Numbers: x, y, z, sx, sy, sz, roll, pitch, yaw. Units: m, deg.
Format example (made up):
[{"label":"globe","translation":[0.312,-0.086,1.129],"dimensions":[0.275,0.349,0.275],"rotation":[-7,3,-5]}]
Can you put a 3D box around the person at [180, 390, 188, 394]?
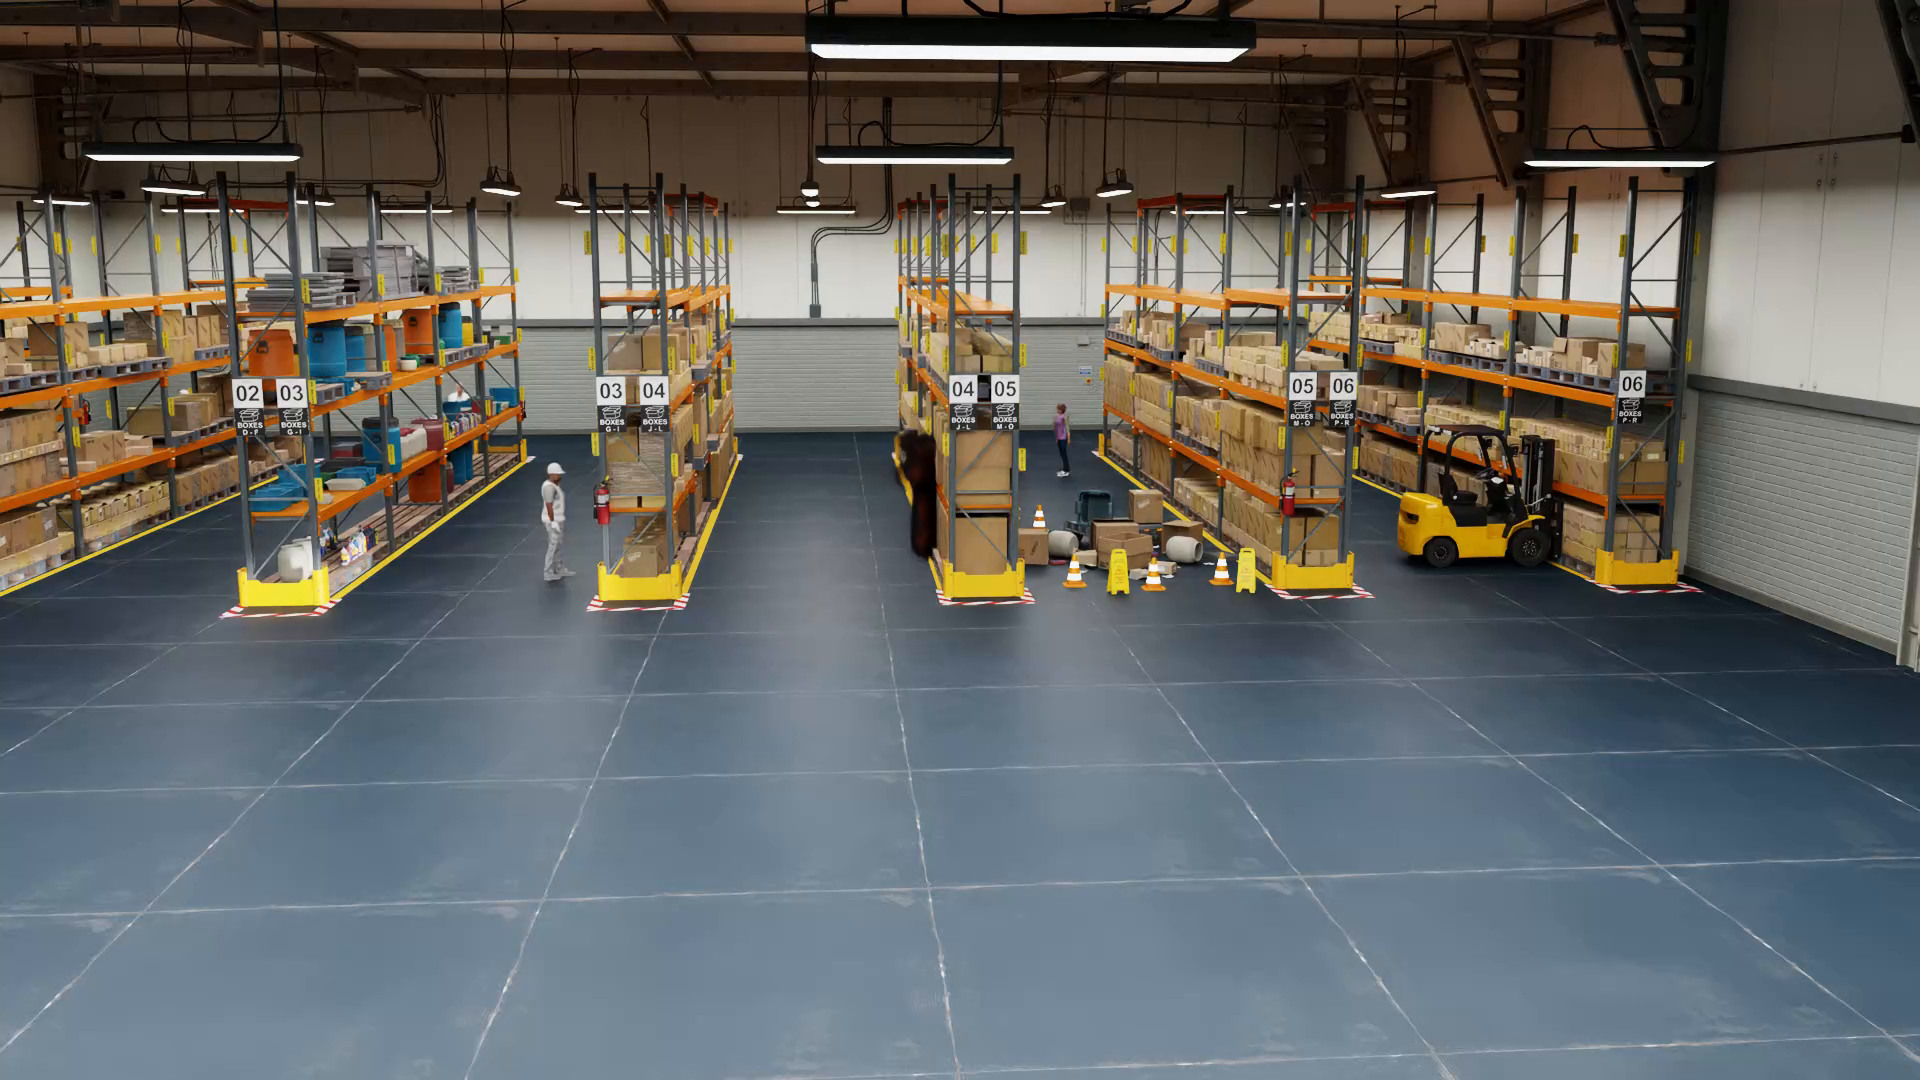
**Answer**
[{"label":"person","translation":[-17.583,-2.539,37.918],"dimensions":[0.448,1.795,0.567],"rotation":[1,10,7]}]

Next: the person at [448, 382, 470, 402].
[{"label":"person","translation":[-12.048,-2.858,40.053],"dimensions":[0.622,1.872,0.458],"rotation":[-1,10,-8]}]

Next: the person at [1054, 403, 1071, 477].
[{"label":"person","translation":[2.250,-2.210,36.622],"dimensions":[0.348,1.596,0.475],"rotation":[-3,10,-15]}]

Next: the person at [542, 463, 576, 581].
[{"label":"person","translation":[-6.113,-0.291,25.276],"dimensions":[0.557,1.790,0.574],"rotation":[-5,11,-25]}]
